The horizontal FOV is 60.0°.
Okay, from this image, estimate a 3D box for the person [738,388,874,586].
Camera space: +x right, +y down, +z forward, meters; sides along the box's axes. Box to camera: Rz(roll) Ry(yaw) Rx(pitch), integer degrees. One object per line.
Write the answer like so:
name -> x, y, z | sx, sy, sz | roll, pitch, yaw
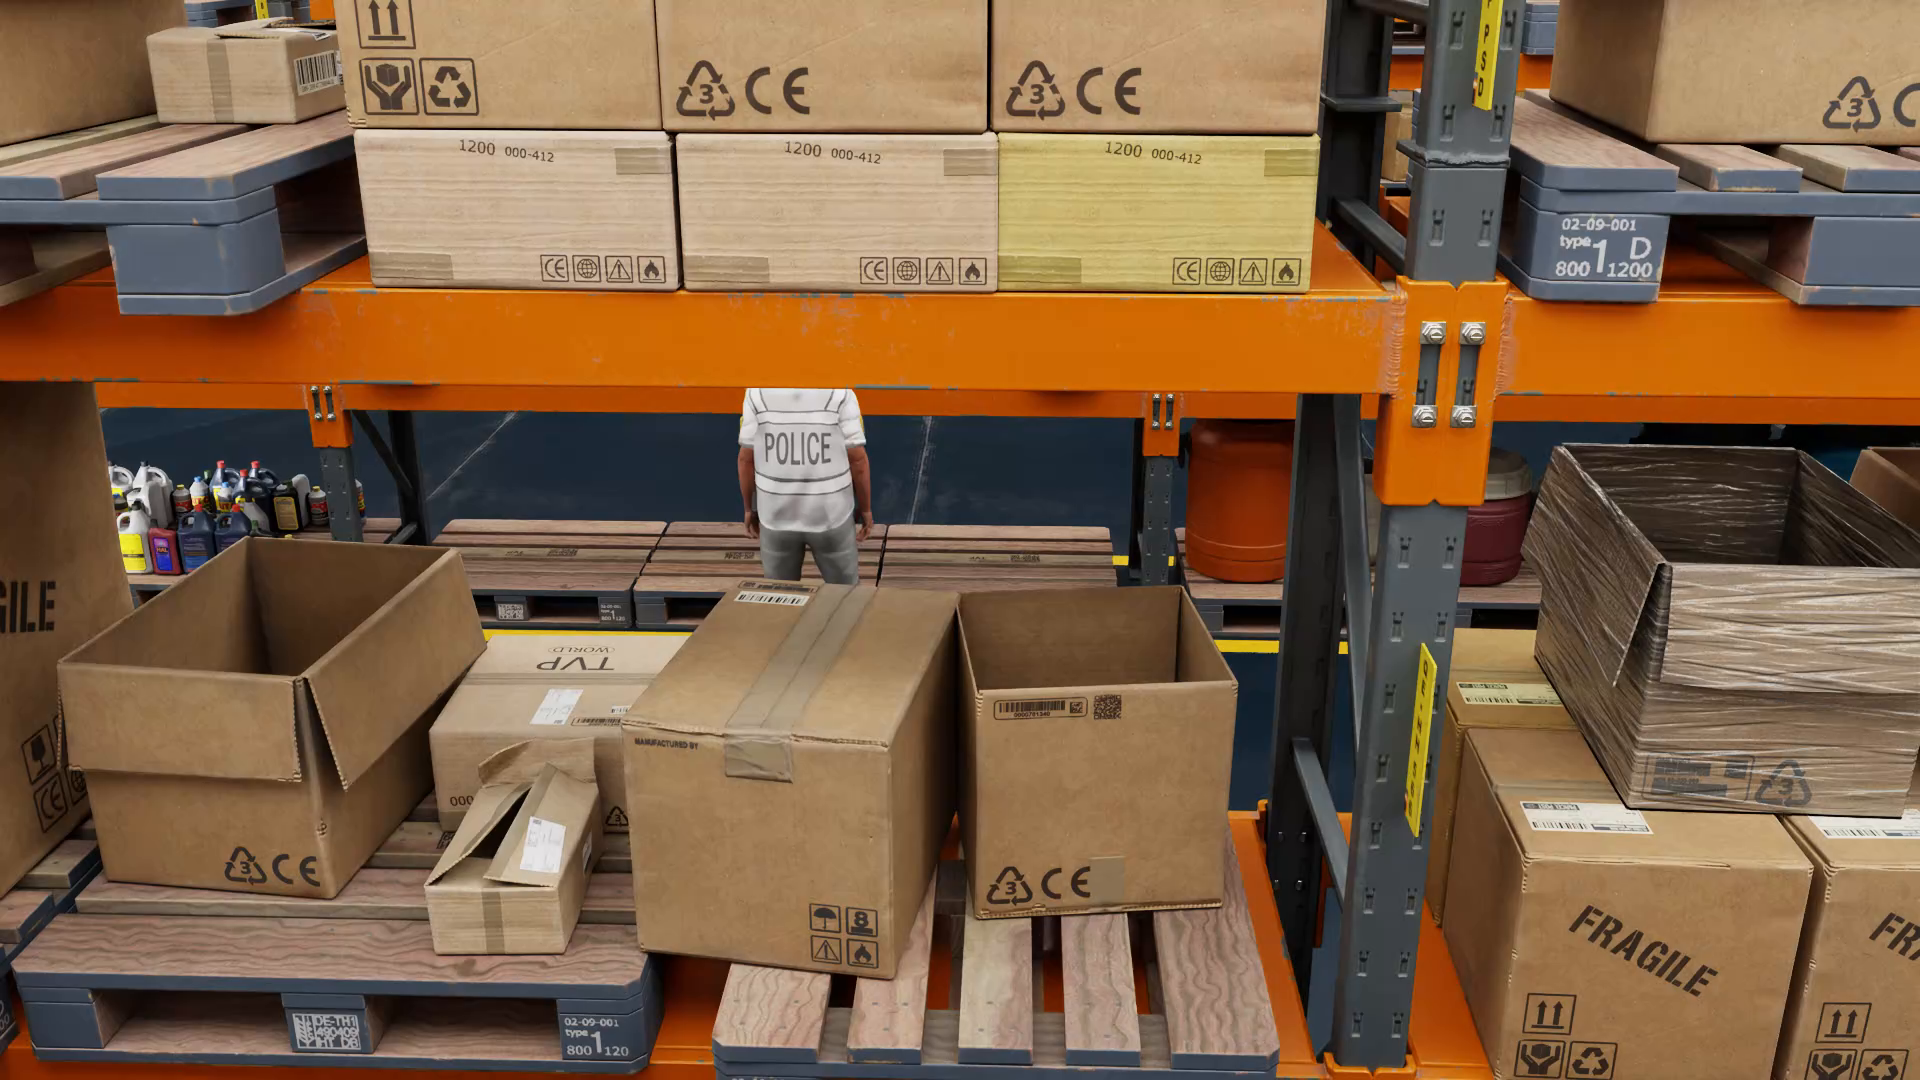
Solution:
person -> -0.683, -0.126, 7.402 | 0.586, 1.748, 0.439 | 1, 21, 2
